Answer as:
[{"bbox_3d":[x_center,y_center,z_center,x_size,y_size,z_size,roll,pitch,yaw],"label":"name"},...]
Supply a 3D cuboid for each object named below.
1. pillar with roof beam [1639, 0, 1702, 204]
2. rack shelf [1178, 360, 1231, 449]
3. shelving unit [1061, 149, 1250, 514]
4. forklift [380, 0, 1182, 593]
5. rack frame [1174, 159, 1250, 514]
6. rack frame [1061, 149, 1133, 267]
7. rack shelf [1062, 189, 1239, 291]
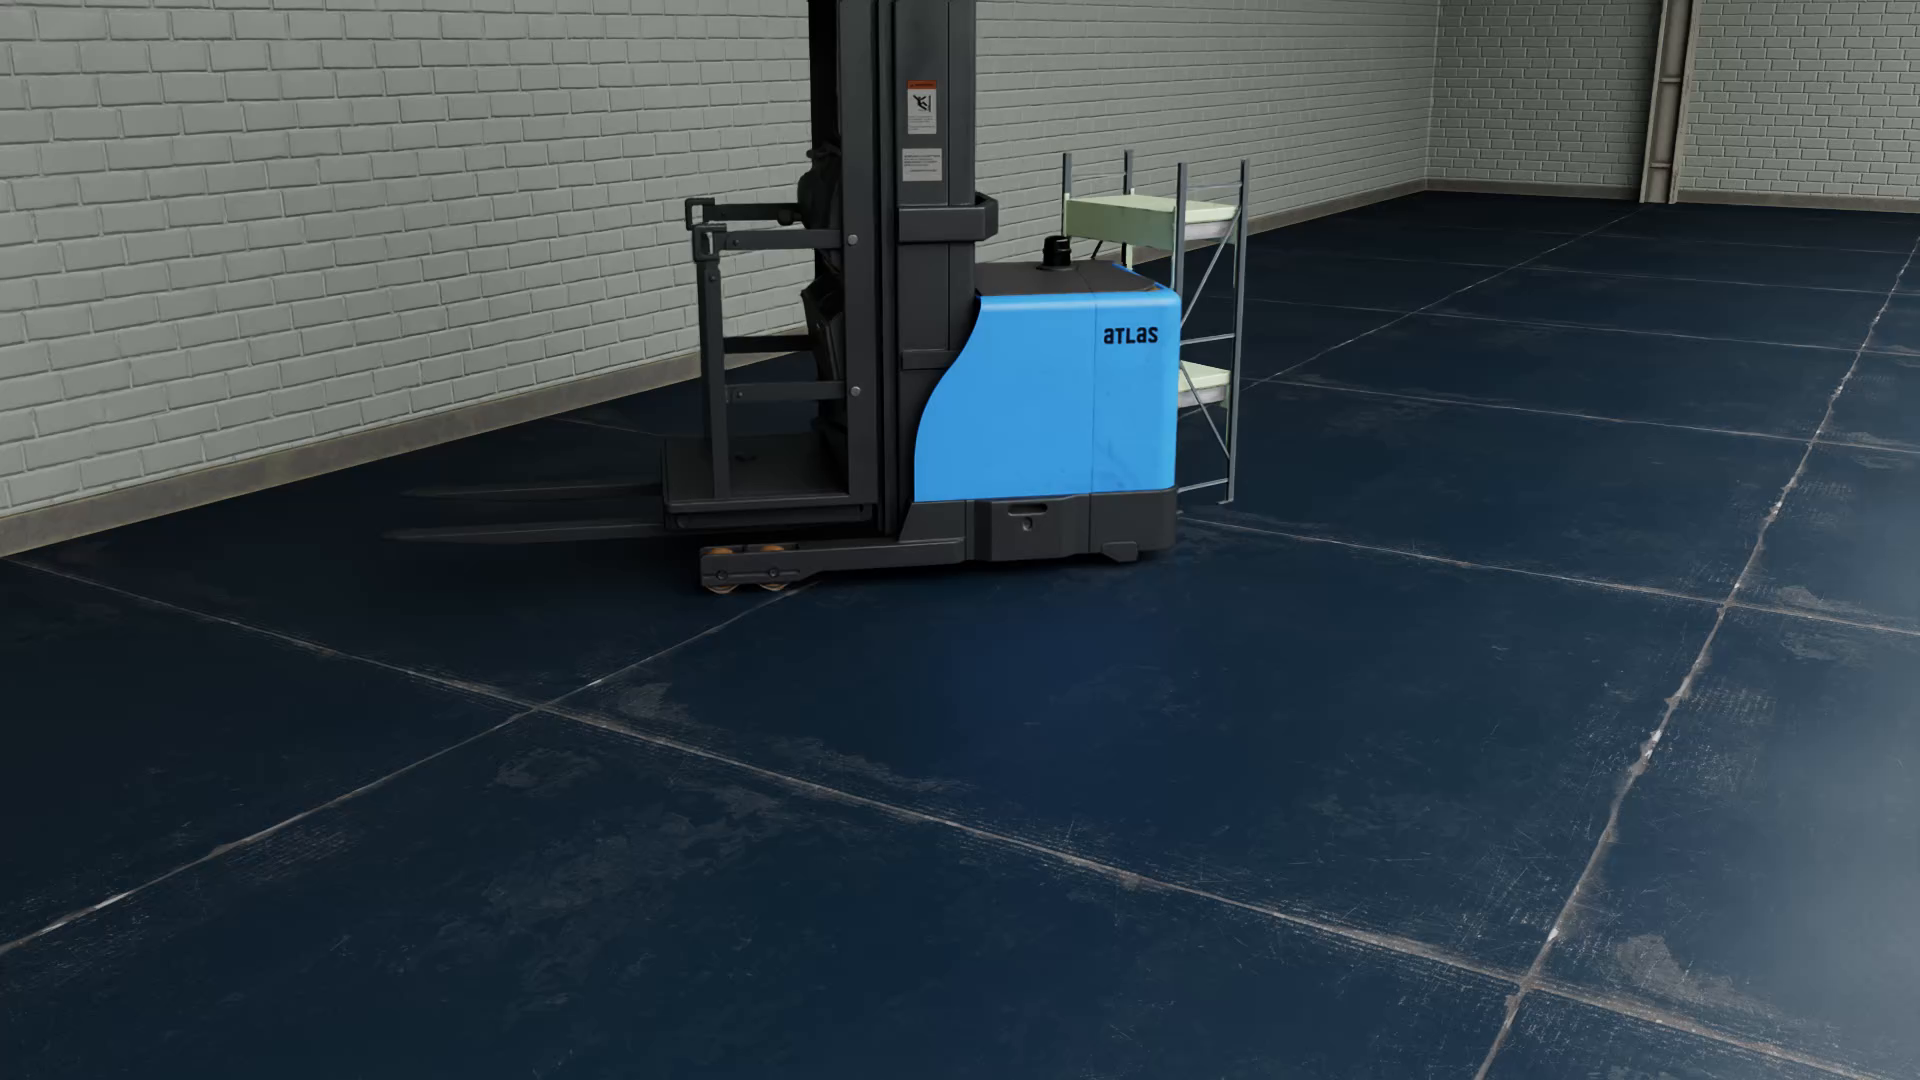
[{"bbox_3d":[6.479,-7.469,15.986,0.400,9.000,9.100,10,20,30],"label":"pillar with roof beam"},{"bbox_3d":[0.840,-0.631,7.501,0.431,0.370,0.720,-12,21,-35],"label":"rack shelf"},{"bbox_3d":[0.840,-0.943,7.407,0.431,1.500,0.755,-12,21,-35],"label":"shelving unit"},{"bbox_3d":[-0.711,-1.370,6.348,3.031,2.935,1.130,-3,17,-10],"label":"forklift"},{"bbox_3d":[1.058,-0.858,7.125,0.400,1.500,0.023,-12,21,-35],"label":"rack frame"},{"bbox_3d":[0.622,-1.029,7.688,0.400,1.500,0.023,-12,21,-35],"label":"rack frame"},{"bbox_3d":[0.840,-1.317,7.293,0.431,0.370,0.720,-12,21,-35],"label":"rack shelf"}]
